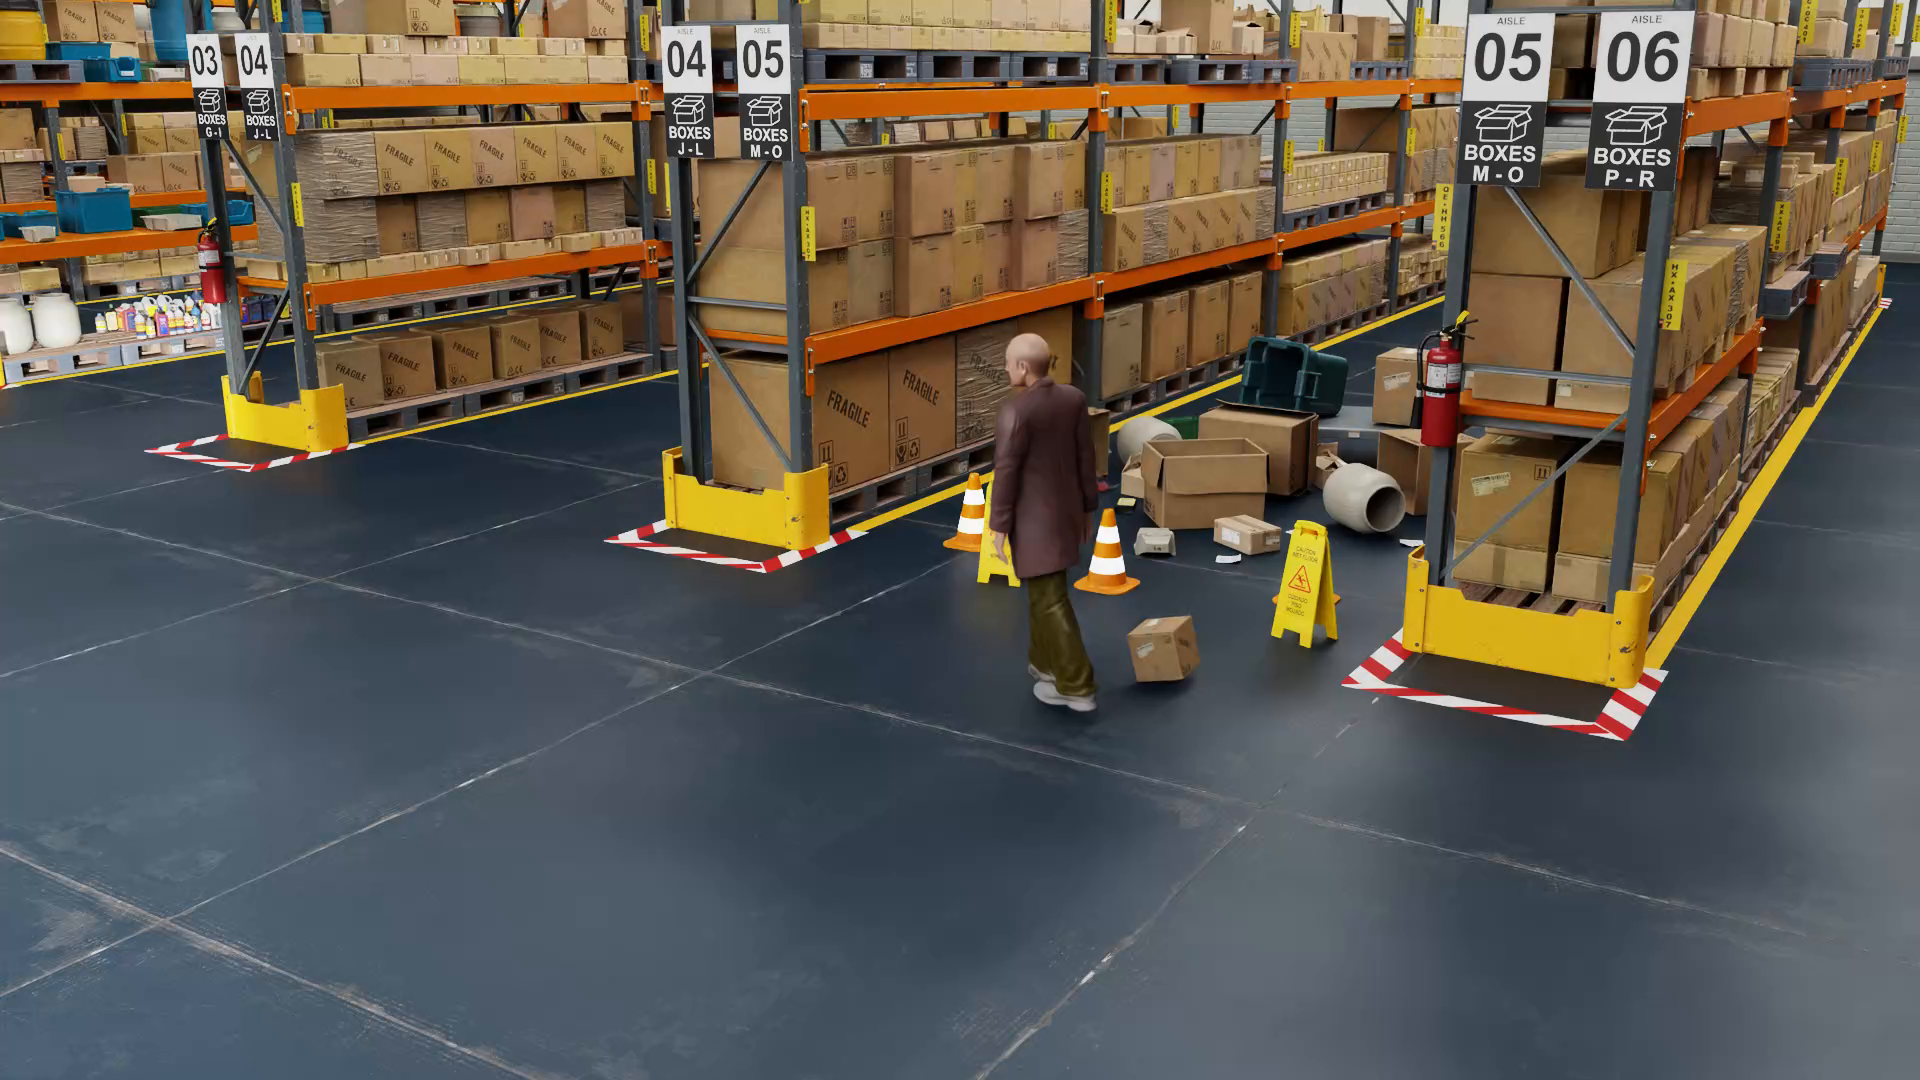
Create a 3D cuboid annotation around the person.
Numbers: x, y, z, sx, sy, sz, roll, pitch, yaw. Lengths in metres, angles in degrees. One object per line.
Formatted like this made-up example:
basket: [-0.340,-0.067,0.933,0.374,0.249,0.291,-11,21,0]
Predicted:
person: [0.425,-0.065,7.830,0.676,1.820,0.672,13,21,39]
